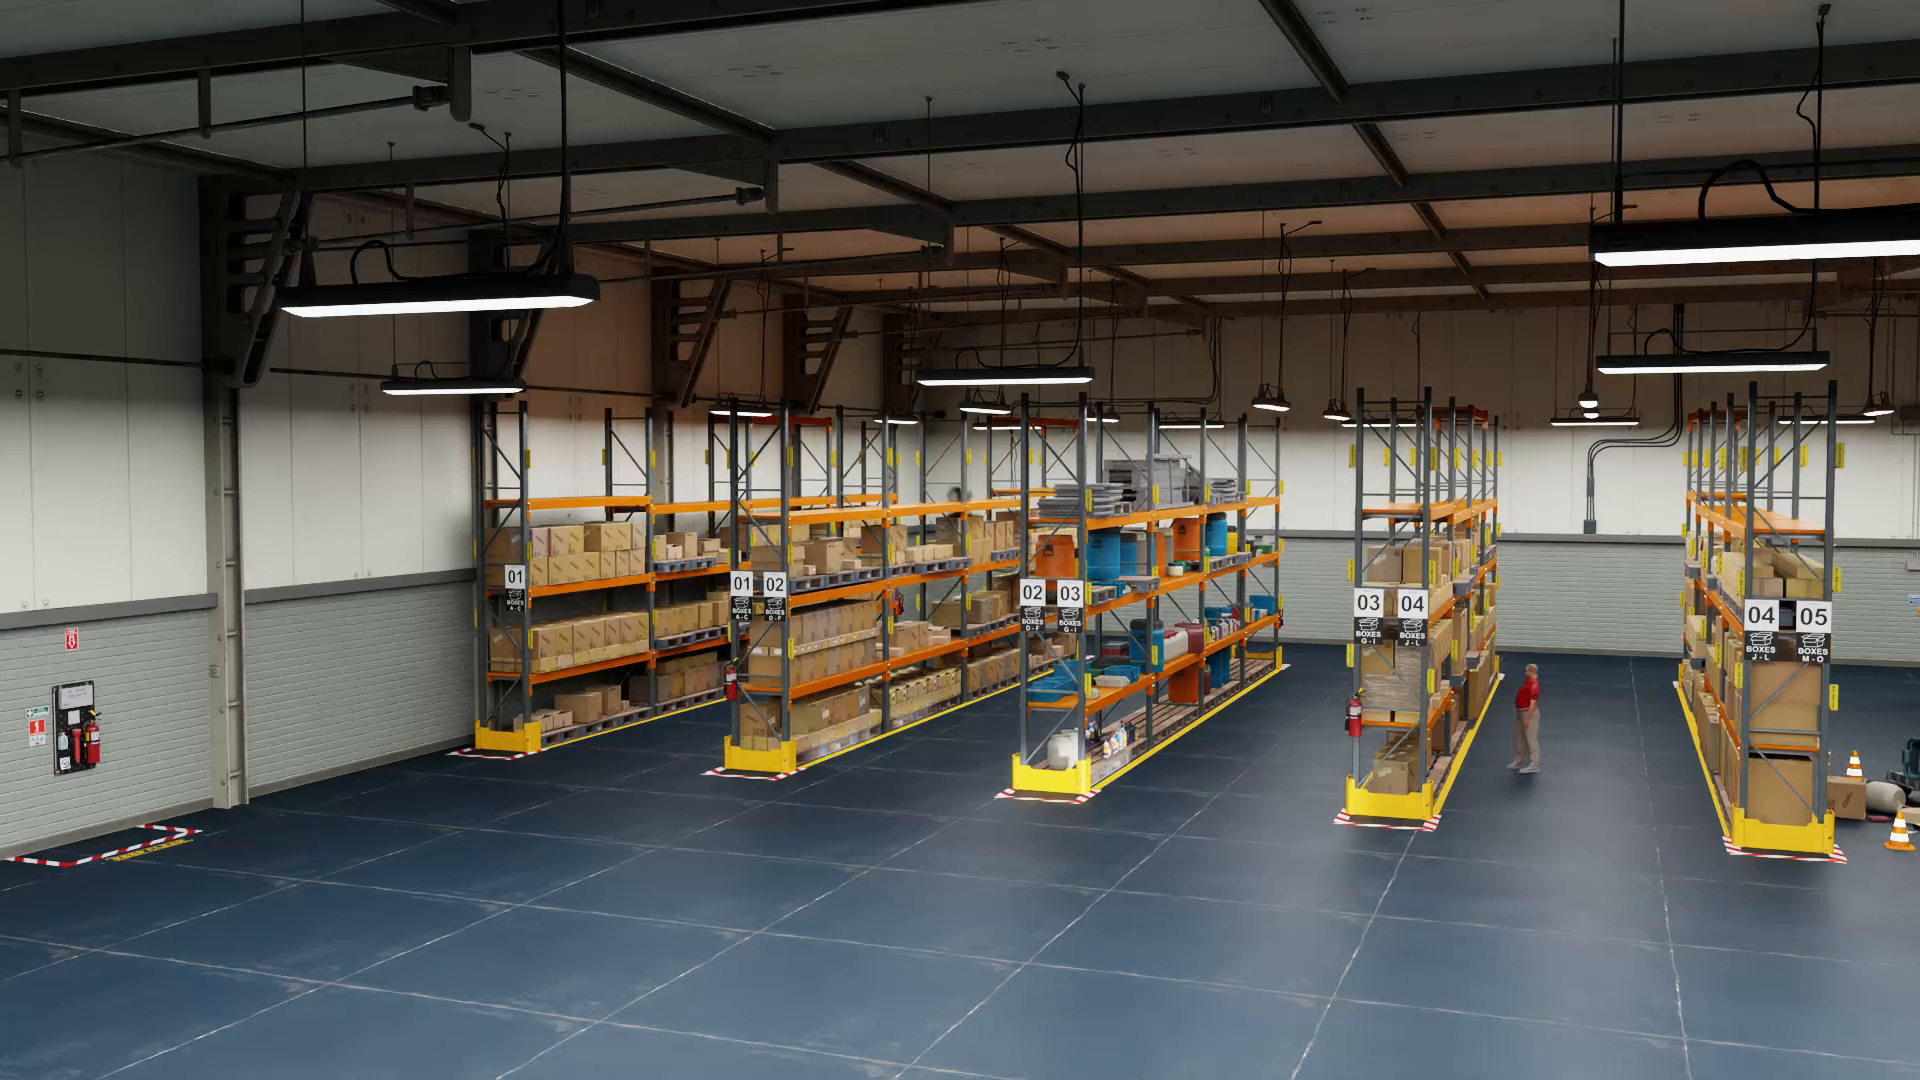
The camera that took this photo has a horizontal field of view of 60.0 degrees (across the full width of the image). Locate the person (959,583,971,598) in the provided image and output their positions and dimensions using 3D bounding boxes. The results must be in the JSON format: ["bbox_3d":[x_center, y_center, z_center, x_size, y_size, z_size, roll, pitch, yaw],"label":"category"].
[{"bbox_3d":[0.219,1.998,44.500,0.497,1.707,0.494,2,3,30],"label":"person"}]

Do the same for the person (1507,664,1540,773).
[{"bbox_3d":[9.068,2.839,26.685,0.481,1.720,0.612,0,3,-5],"label":"person"}]

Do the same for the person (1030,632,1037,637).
[{"bbox_3d":[1.930,2.041,42.937,0.614,1.780,0.520,-2,4,-41],"label":"person"}]
